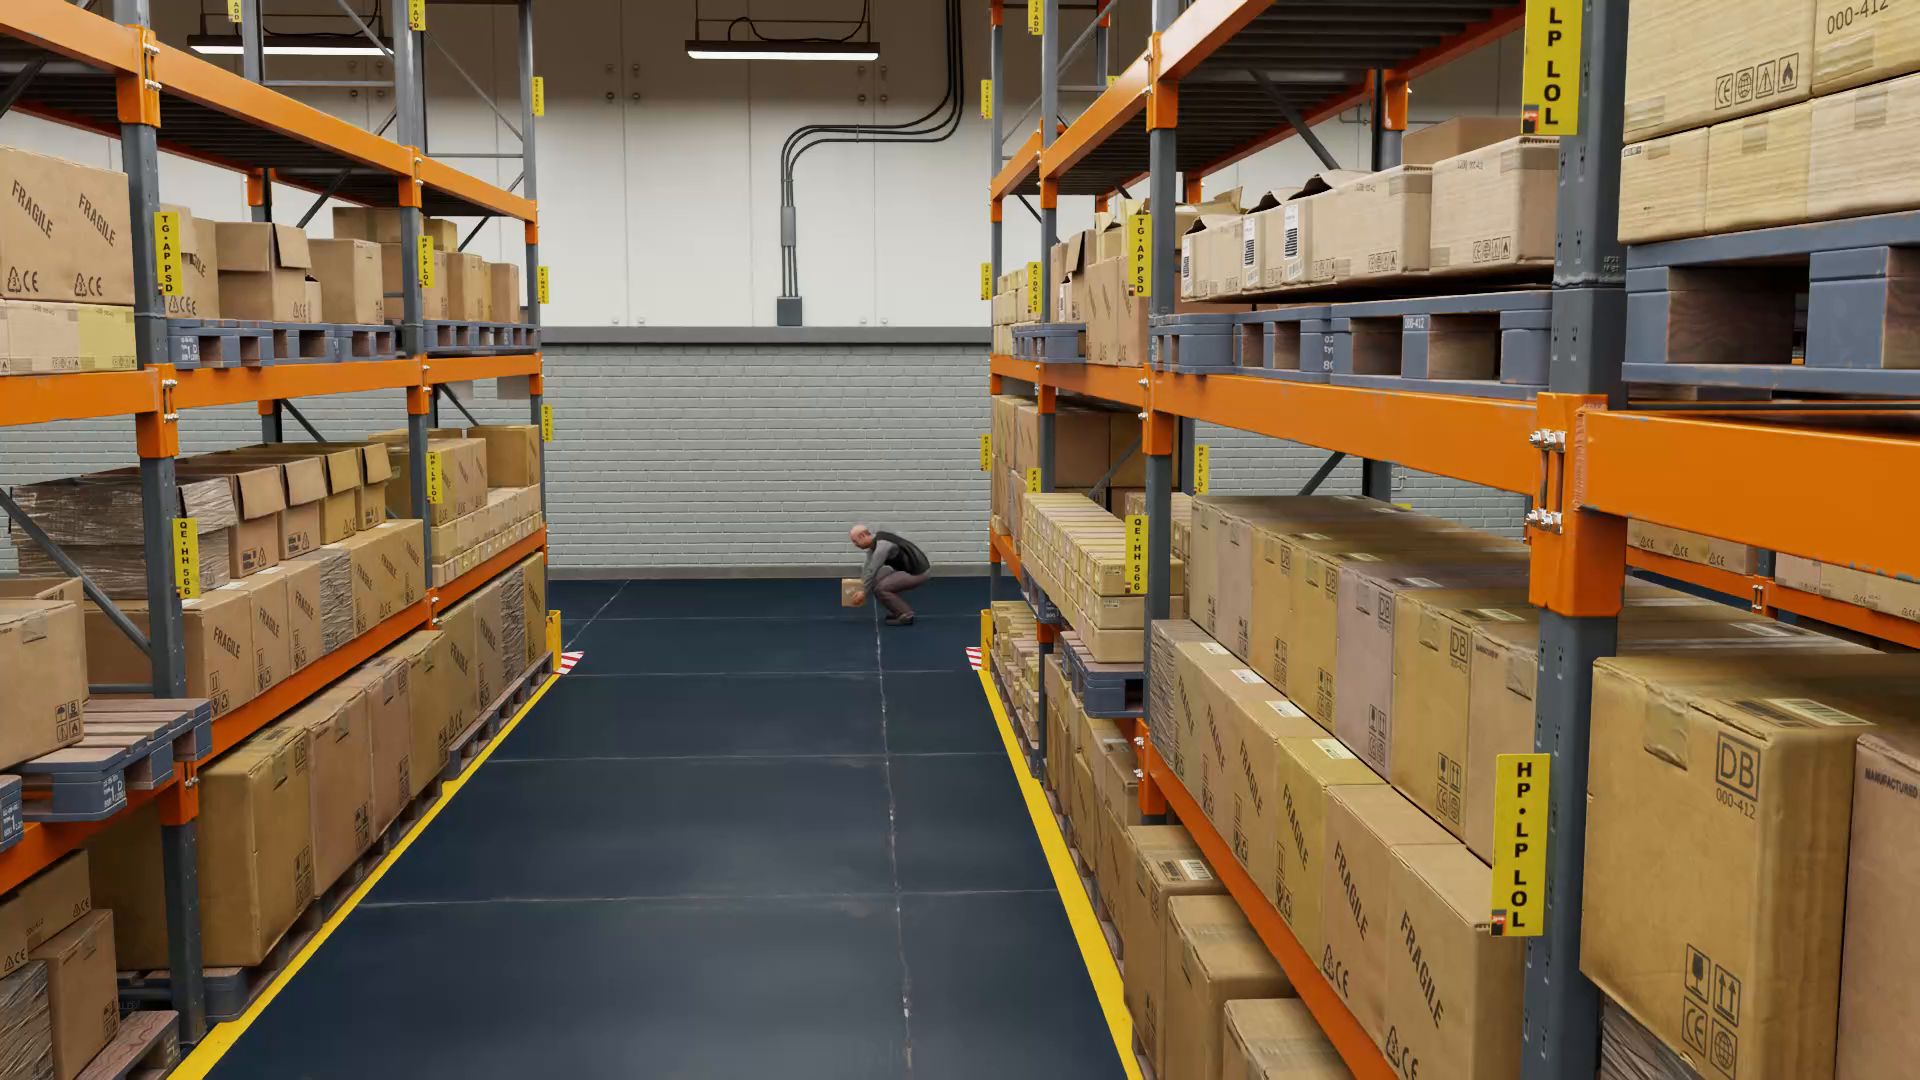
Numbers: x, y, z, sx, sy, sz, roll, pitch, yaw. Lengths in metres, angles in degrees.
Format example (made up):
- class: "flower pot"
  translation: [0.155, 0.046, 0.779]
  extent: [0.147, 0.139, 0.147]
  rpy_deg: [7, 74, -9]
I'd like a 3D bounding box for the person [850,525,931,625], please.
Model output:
- class: "person"
  translation: [-0.730, 0.354, 17.263]
  extent: [0.847, 1.042, 0.551]
  rpy_deg: [0, 7, -4]
